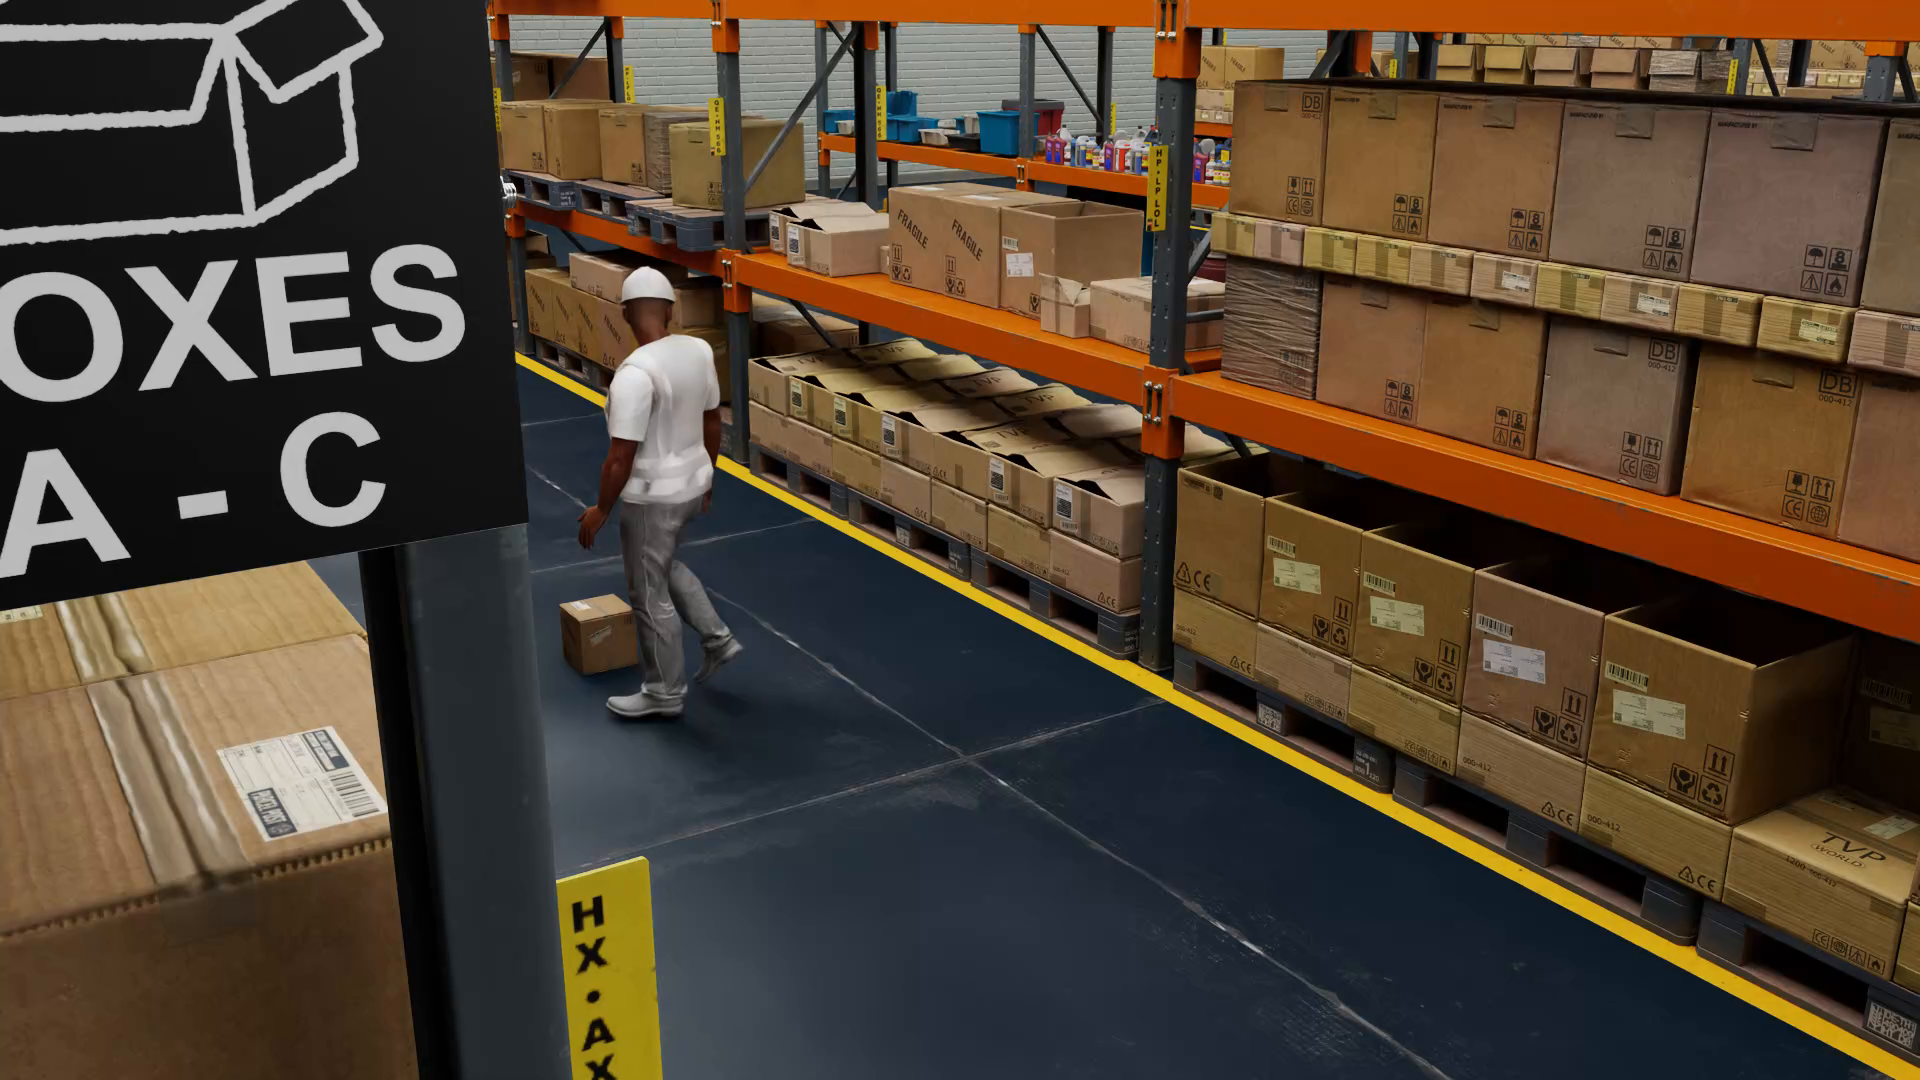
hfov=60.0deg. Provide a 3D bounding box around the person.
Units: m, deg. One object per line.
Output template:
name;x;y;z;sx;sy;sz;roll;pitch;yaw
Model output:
person;-1.162;-0.175;6.478;0.477;1.764;0.627;5;19;16
